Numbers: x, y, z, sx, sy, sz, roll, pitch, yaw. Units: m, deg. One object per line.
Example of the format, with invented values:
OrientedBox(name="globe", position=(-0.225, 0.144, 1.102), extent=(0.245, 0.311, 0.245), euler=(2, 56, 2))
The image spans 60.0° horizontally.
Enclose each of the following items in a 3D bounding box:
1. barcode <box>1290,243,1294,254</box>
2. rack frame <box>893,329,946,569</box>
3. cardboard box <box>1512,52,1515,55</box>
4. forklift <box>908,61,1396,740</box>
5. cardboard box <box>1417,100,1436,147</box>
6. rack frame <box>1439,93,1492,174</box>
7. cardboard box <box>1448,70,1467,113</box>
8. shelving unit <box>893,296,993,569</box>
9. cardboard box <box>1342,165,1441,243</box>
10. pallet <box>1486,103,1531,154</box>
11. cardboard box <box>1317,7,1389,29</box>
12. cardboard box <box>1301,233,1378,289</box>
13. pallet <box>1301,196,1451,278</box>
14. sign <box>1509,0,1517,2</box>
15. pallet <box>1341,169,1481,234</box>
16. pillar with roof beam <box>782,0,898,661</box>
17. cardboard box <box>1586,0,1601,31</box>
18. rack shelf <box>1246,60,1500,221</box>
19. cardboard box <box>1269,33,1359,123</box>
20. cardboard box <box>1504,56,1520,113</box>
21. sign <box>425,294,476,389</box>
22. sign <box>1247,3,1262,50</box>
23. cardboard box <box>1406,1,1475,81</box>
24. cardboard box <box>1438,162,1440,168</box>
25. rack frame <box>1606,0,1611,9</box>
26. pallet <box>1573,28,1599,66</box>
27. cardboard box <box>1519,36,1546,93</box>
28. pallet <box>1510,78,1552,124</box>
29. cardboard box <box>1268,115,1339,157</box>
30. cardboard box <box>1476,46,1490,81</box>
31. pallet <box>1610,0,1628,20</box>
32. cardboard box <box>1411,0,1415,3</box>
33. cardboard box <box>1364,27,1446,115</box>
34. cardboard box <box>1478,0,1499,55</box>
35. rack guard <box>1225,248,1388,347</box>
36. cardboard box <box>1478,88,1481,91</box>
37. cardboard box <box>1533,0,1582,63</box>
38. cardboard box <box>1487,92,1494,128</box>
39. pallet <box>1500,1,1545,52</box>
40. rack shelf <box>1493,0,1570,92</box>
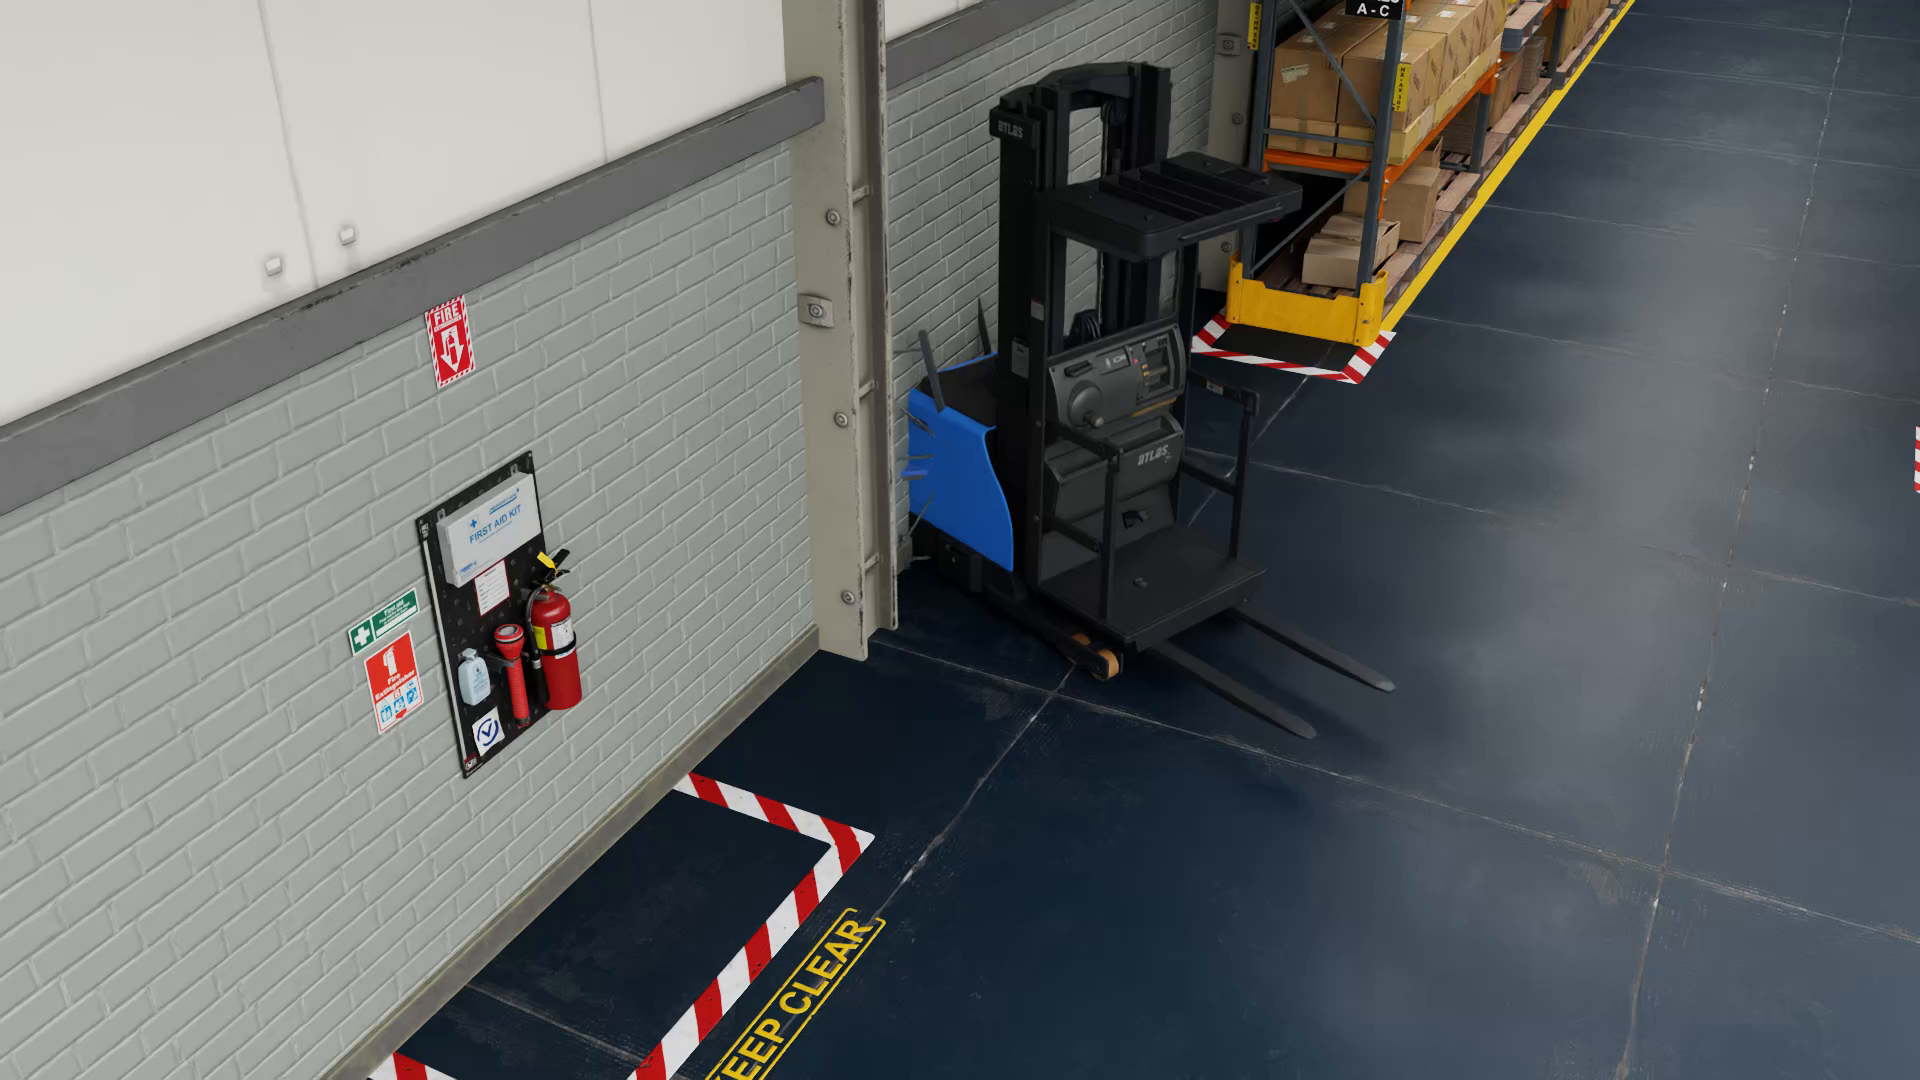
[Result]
OrientedBox(name="barcode", position=(2.666, -2.340, 13.352), extent=(0.001, 0.075, 0.075), euler=(14, 33, 23))
OrientedBox(name="rack frame", position=(-0.255, -0.462, 9.366), extent=(0.500, 1.500, 0.032), euler=(-4, 29, 19))
OrientedBox(name="cardboard box", position=(5.666, -5.335, 17.634), extent=(0.500, 0.250, 0.500), euler=(15, 33, 24))
OrientedBox(name="forklift", position=(0.962, -0.814, 8.514), extent=(1.130, 2.935, 3.031), euler=(-22, 37, -34))
OrientedBox(name="cardboard box", position=(3.347, -3.248, 12.814), extent=(0.500, 0.250, 0.500), euler=(13, 32, 22))
OrientedBox(name="rack frame", position=(4.441, -4.700, 15.212), extent=(1.000, 3.000, 0.127), euler=(14, 33, 23))
OrientedBox(name="cardboard box", position=(3.817, -3.696, 13.594), extent=(0.500, 0.250, 0.500), euler=(15, 33, 24))
OrientedBox(name="shelving unit", position=(-0.130, -0.716, 9.788), extent=(0.538, 1.500, 1.048), euler=(-4, 29, 19))
OrientedBox(name="cardboard box", position=(3.652, -2.886, 14.122), extent=(0.700, 0.500, 0.500), euler=(12, 32, 20))
OrientedBox(name="pallet", position=(5.349, -4.379, 17.453), extent=(1.003, 0.211, 1.213), euler=(14, 33, 23))
OrientedBox(name="cardboard box", position=(3.114, -3.903, 13.203), extent=(0.500, 0.500, 0.500), euler=(13, 32, 22))
OrientedBox(name="cardboard box", position=(3.014, -2.237, 13.183), extent=(0.500, 0.311, 0.500), euler=(11, 32, 18))
OrientedBox(name="pallet", position=(3.612, -2.642, 14.429), extent=(1.003, 0.211, 1.213), euler=(14, 33, 23))
OrientedBox(name="sign", position=(4.927, -4.955, 14.788), extent=(0.100, 0.325, 0.005), euler=(14, 33, 23))
OrientedBox(name="pallet", position=(4.166, -3.185, 15.374), extent=(1.003, 0.211, 1.213), euler=(14, 33, 23))
OrientedBox(name="pillar with roof beam", position=(3.266, -2.398, 5.180), extent=(9.100, 9.000, 0.400), euler=(14, 33, 23))
OrientedBox(name="cardboard box", position=(7.502, -6.784, 20.578), extent=(0.750, 0.750, 0.750), euler=(15, 33, 25))
OrientedBox(name="rack shelf", position=(3.530, -3.501, 13.847), extent=(1.077, 0.370, 4.000), euler=(14, 33, 23))
OrientedBox(name="cardboard box", position=(2.644, -3.452, 12.418), extent=(0.500, 0.500, 0.500), euler=(14, 33, 23))
OrientedBox(name="cardboard box", position=(5.442, -4.820, 17.490), extent=(0.700, 0.500, 0.500), euler=(14, 33, 23))
OrientedBox(name="sign", position=(-1.818, -0.710, 5.938), extent=(0.001, 0.298, 0.199), euler=(14, 33, 23))
OrientedBox(name="sign", position=(2.133, -3.700, 11.992), extent=(0.100, 0.325, 0.005), euler=(14, 33, 23))
OrientedBox(name="cardboard box", position=(3.803, -4.015, 13.397), extent=(0.500, 0.500, 0.500), euler=(15, 33, 25))
OrientedBox(name="cardboard box", position=(4.224, -3.418, 15.383), extent=(0.380, 0.166, 0.250), euler=(10, 31, 17))
OrientedBox(name="rack frame", position=(8.085, -8.246, 21.388), extent=(1.000, 3.000, 0.127), euler=(14, 33, 23))
OrientedBox(name="pallet", position=(7.246, -6.135, 20.511), extent=(1.003, 0.211, 1.213), euler=(14, 33, 23))
OrientedBox(name="cardboard box", position=(5.981, -5.249, 18.236), extent=(0.700, 0.500, 0.500), euler=(15, 33, 24))
OrientedBox(name="pallet", position=(5.906, -4.917, 18.392), extent=(1.003, 0.211, 1.213), euler=(14, 33, 23))
OrientedBox(name="cardboard box", position=(2.659, -3.121, 12.594), extent=(0.500, 0.250, 0.500), euler=(15, 33, 24))
OrientedBox(name="cardboard box", position=(4.260, -4.145, 14.378), extent=(0.500, 0.250, 0.500), euler=(14, 33, 23))
OrientedBox(name="pallet", position=(8.501, -7.356, 22.638), extent=(1.003, 0.211, 1.213), euler=(14, 33, 23))
OrientedBox(name="cardboard box", position=(3.570, -4.359, 13.997), extent=(0.500, 0.500, 0.500), euler=(15, 33, 25))
OrientedBox(name="cardboard box", position=(3.338, -3.555, 12.597), extent=(0.500, 0.500, 0.500), euler=(14, 33, 23))
OrientedBox(name="cardboard box", position=(4.278, -4.466, 14.183), extent=(0.500, 0.500, 0.500), euler=(14, 33, 23))
OrientedBox(name="rack guard", position=(2.653, -1.876, 12.805), extent=(1.175, 0.500, 0.348), euler=(14, 33, 23))
OrientedBox(name="cardboard box", position=(4.959, -4.658, 16.454), extent=(0.500, 0.250, 0.500), euler=(14, 33, 22))
OrientedBox(name="cardboard box", position=(6.715, -6.019, 19.247), extent=(0.750, 0.750, 0.750), euler=(14, 33, 23))
OrientedBox(name="cardboard box", position=(4.952, -4.377, 16.718), extent=(0.700, 0.500, 0.500), euler=(14, 33, 22))
OrientedBox(name="pallet", position=(4.918, -4.922, 15.792), extent=(1.003, 0.211, 1.213), euler=(14, 33, 23))
OrientedBox(name="rack shelf", position=(5.352, -5.274, 16.935), extent=(1.077, 0.370, 4.000), euler=(14, 33, 23))
